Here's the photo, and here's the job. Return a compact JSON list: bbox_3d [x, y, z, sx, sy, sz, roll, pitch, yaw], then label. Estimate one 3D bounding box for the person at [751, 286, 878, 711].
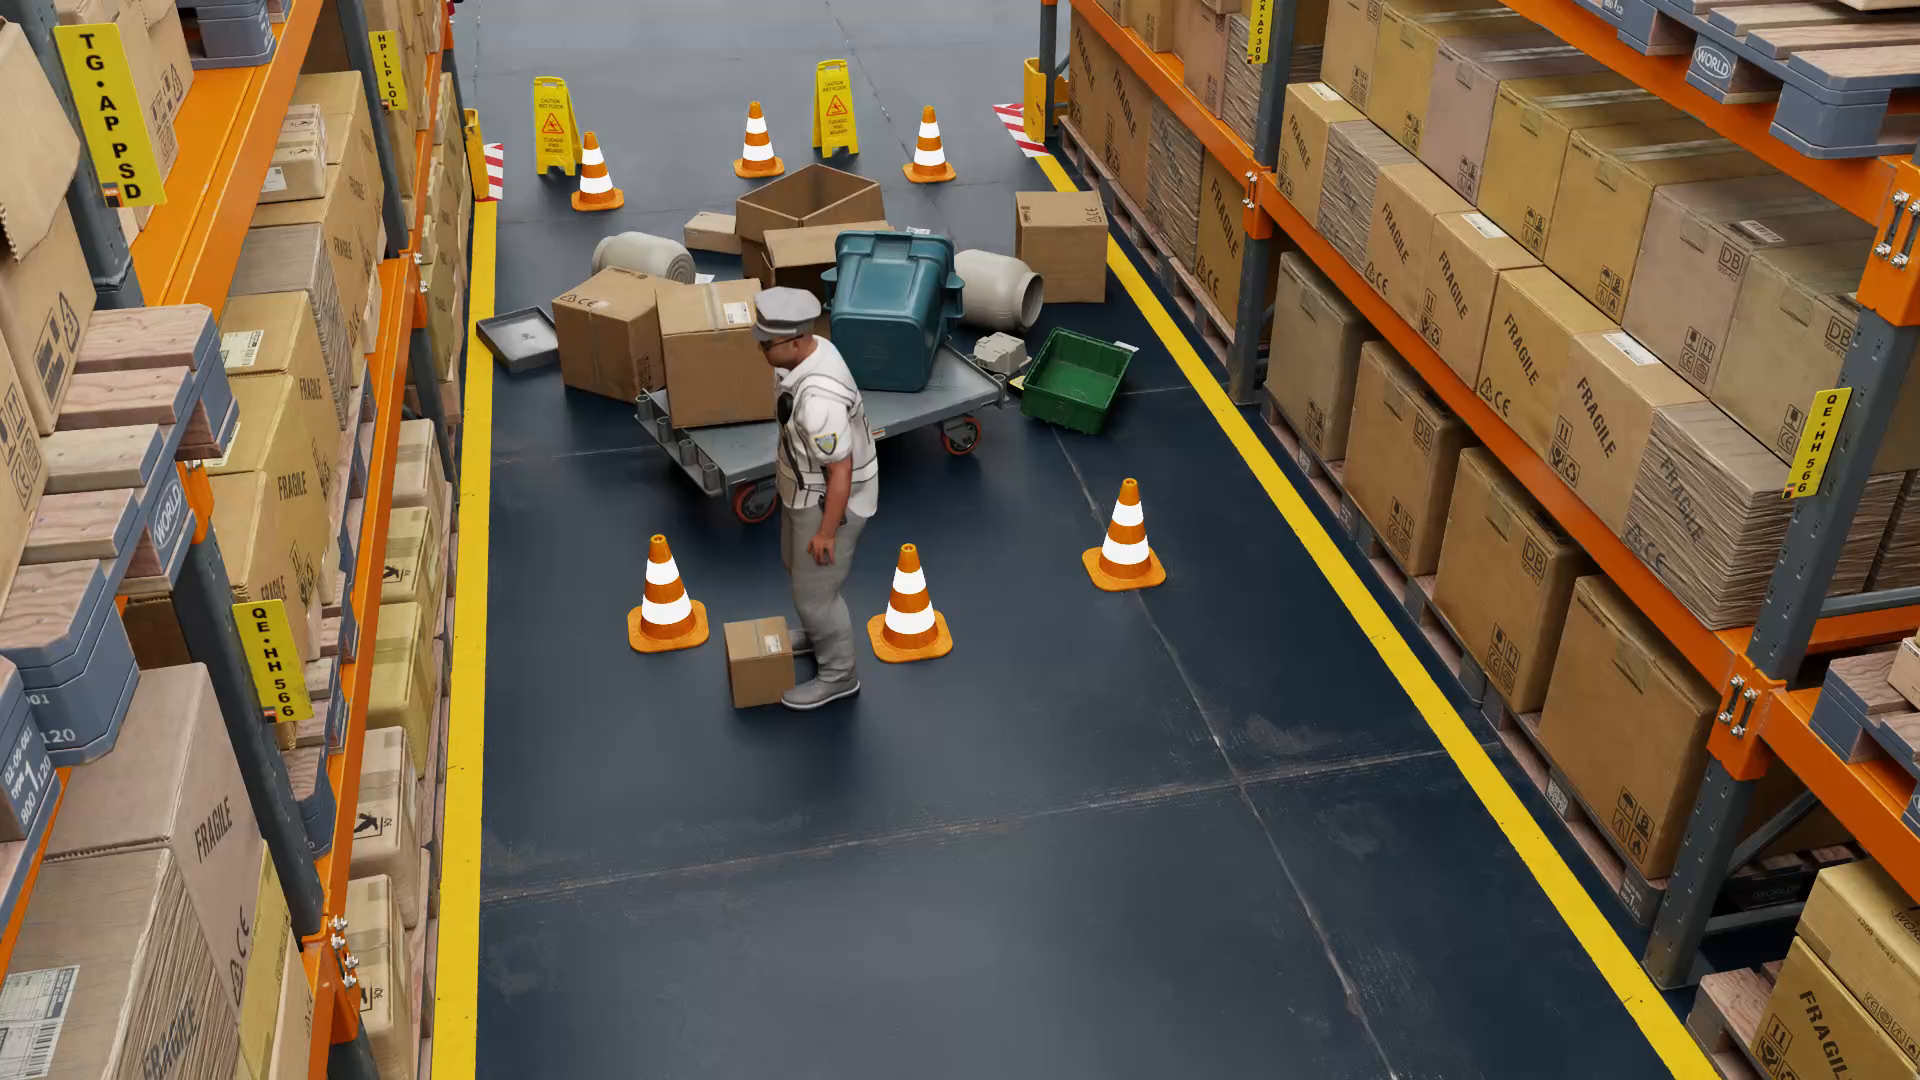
[{"bbox_3d":[-0.544,-0.164,6.379,0.443,1.746,0.590,-9,35,-13],"label":"person"}]
